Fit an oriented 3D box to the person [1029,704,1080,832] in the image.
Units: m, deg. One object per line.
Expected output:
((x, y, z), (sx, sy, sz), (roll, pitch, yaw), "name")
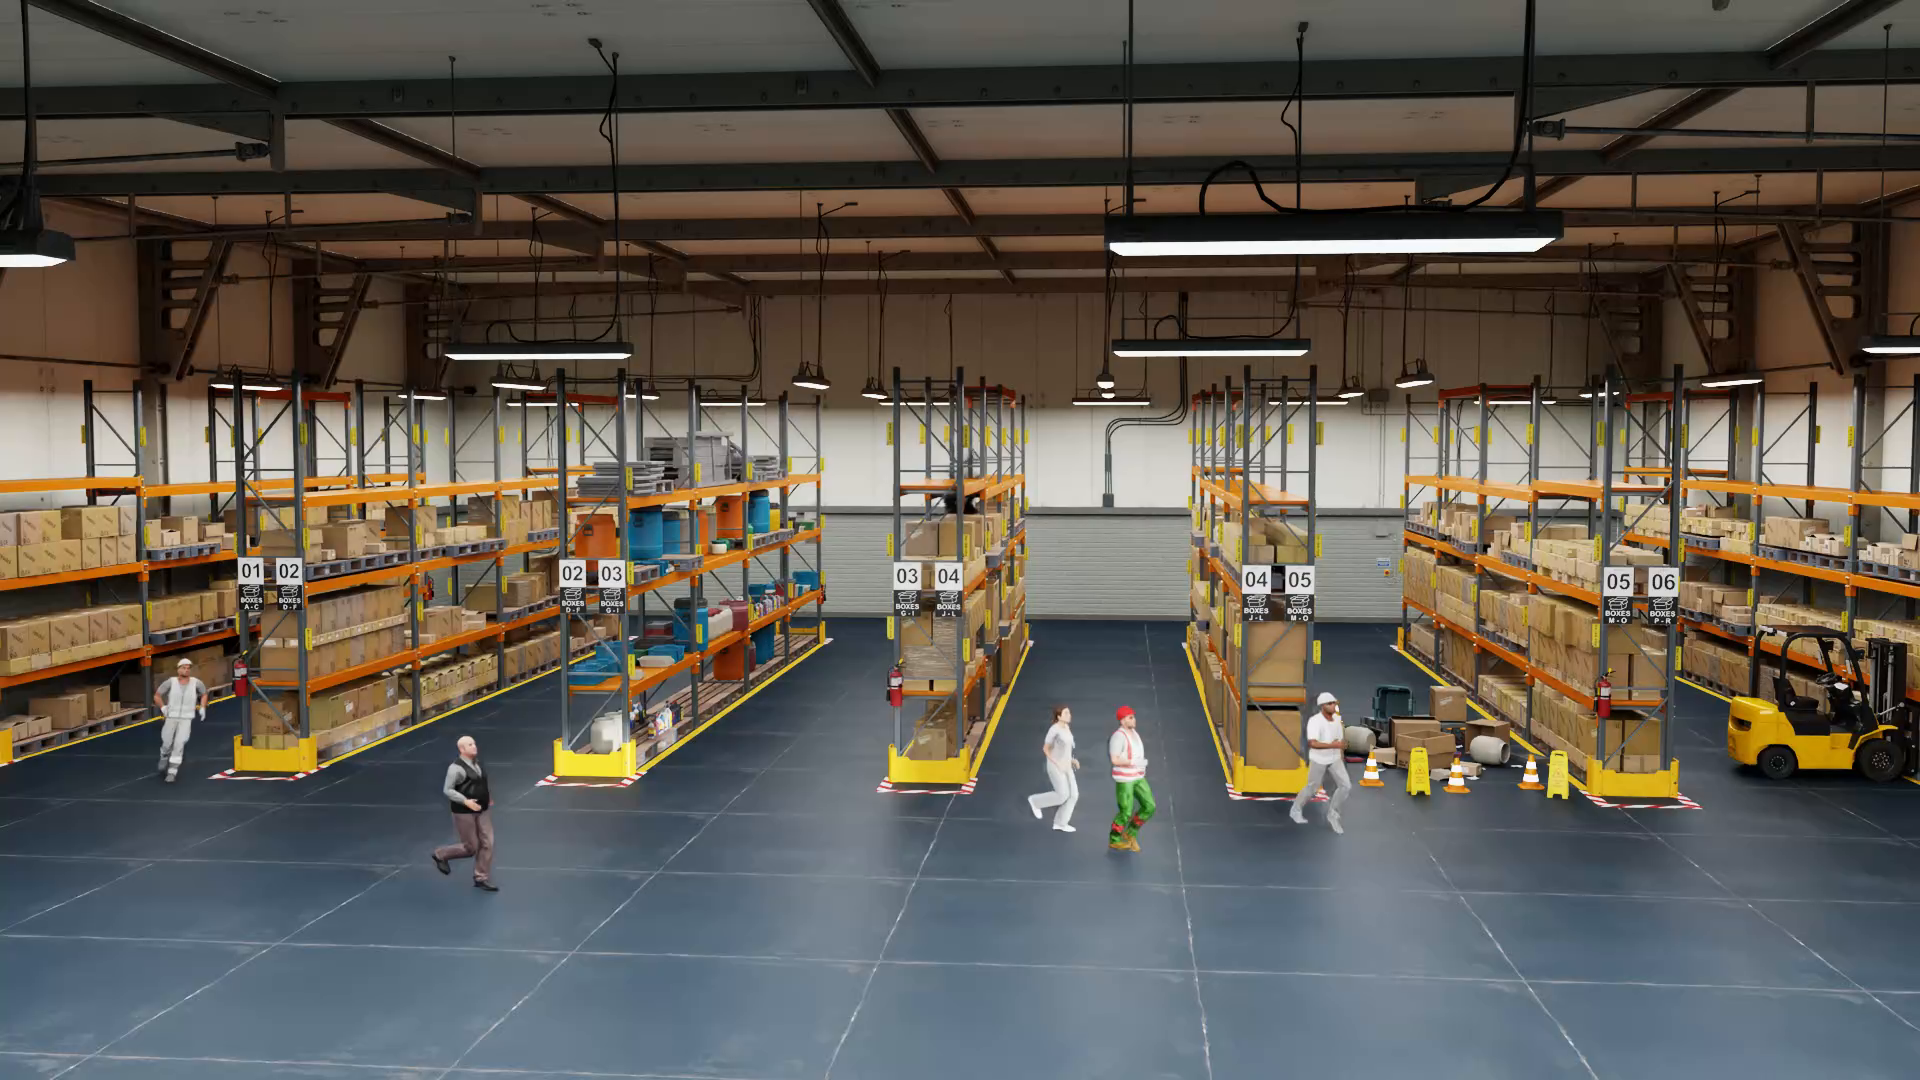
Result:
((1.198, 2.884, 21.163), (0.623, 1.622, 0.553), (2, 4, 35), "person")

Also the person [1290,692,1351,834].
((4.627, 2.814, 21.094), (0.711, 1.800, 0.889), (-2, 4, -34), "person")

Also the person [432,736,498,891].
((-5.469, 3.022, 18.445), (0.792, 1.708, 0.661), (1, 4, 22), "person")

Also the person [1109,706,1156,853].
((2.070, 2.877, 19.910), (0.647, 1.780, 0.638), (3, 5, 43), "person")

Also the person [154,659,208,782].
((-11.397, 2.610, 24.345), (0.718, 1.741, 0.928), (-2, 4, -26), "person")
